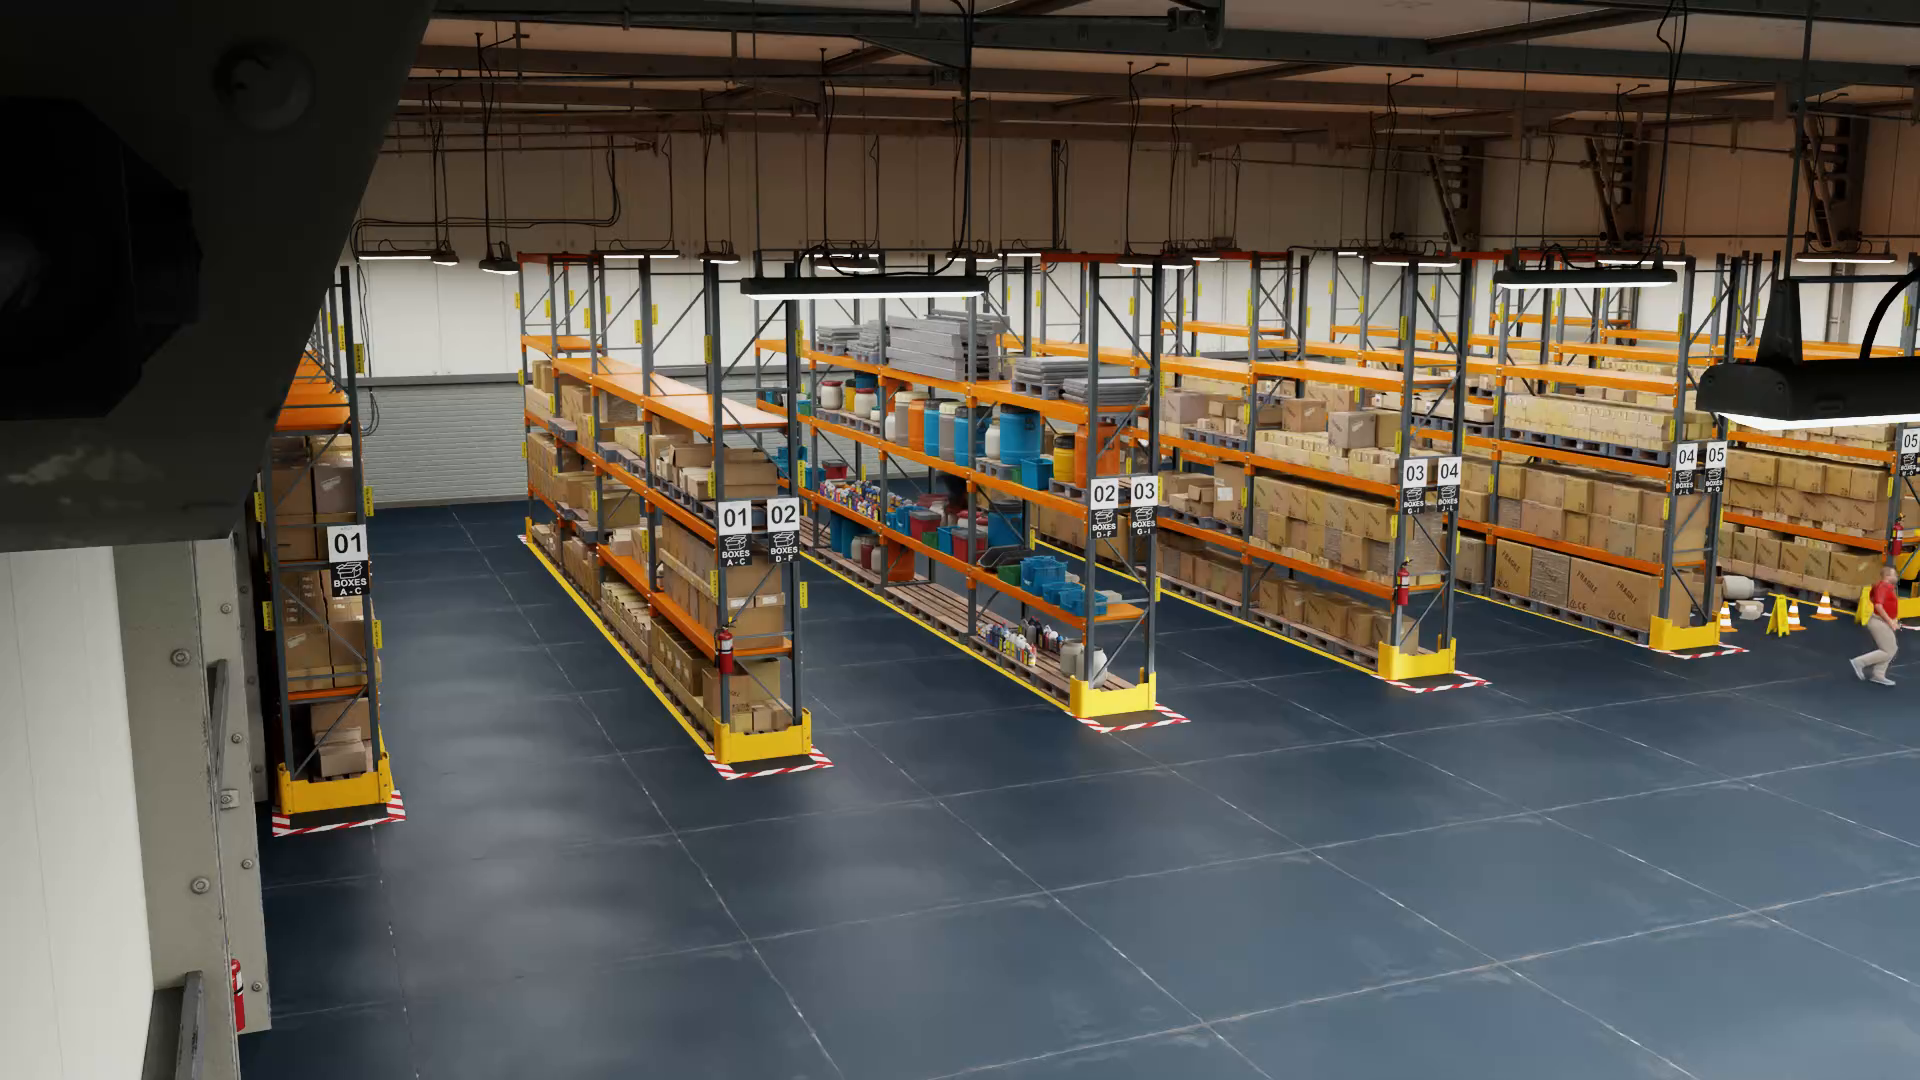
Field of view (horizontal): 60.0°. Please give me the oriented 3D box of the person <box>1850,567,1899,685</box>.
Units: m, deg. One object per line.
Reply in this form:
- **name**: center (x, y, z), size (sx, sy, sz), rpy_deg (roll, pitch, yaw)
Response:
- **person**: center (13.088, 1.216, 23.734), size (0.622, 1.706, 0.685), rpy_deg (4, 11, 21)

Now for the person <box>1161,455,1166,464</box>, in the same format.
- **person**: center (4.890, -2.059, 41.513), size (0.931, 1.712, 0.715), rpy_deg (-4, 11, -21)

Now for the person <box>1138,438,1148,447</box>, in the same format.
- **person**: center (4.405, -2.001, 41.473), size (0.716, 1.614, 0.738), rpy_deg (-4, 11, -22)
